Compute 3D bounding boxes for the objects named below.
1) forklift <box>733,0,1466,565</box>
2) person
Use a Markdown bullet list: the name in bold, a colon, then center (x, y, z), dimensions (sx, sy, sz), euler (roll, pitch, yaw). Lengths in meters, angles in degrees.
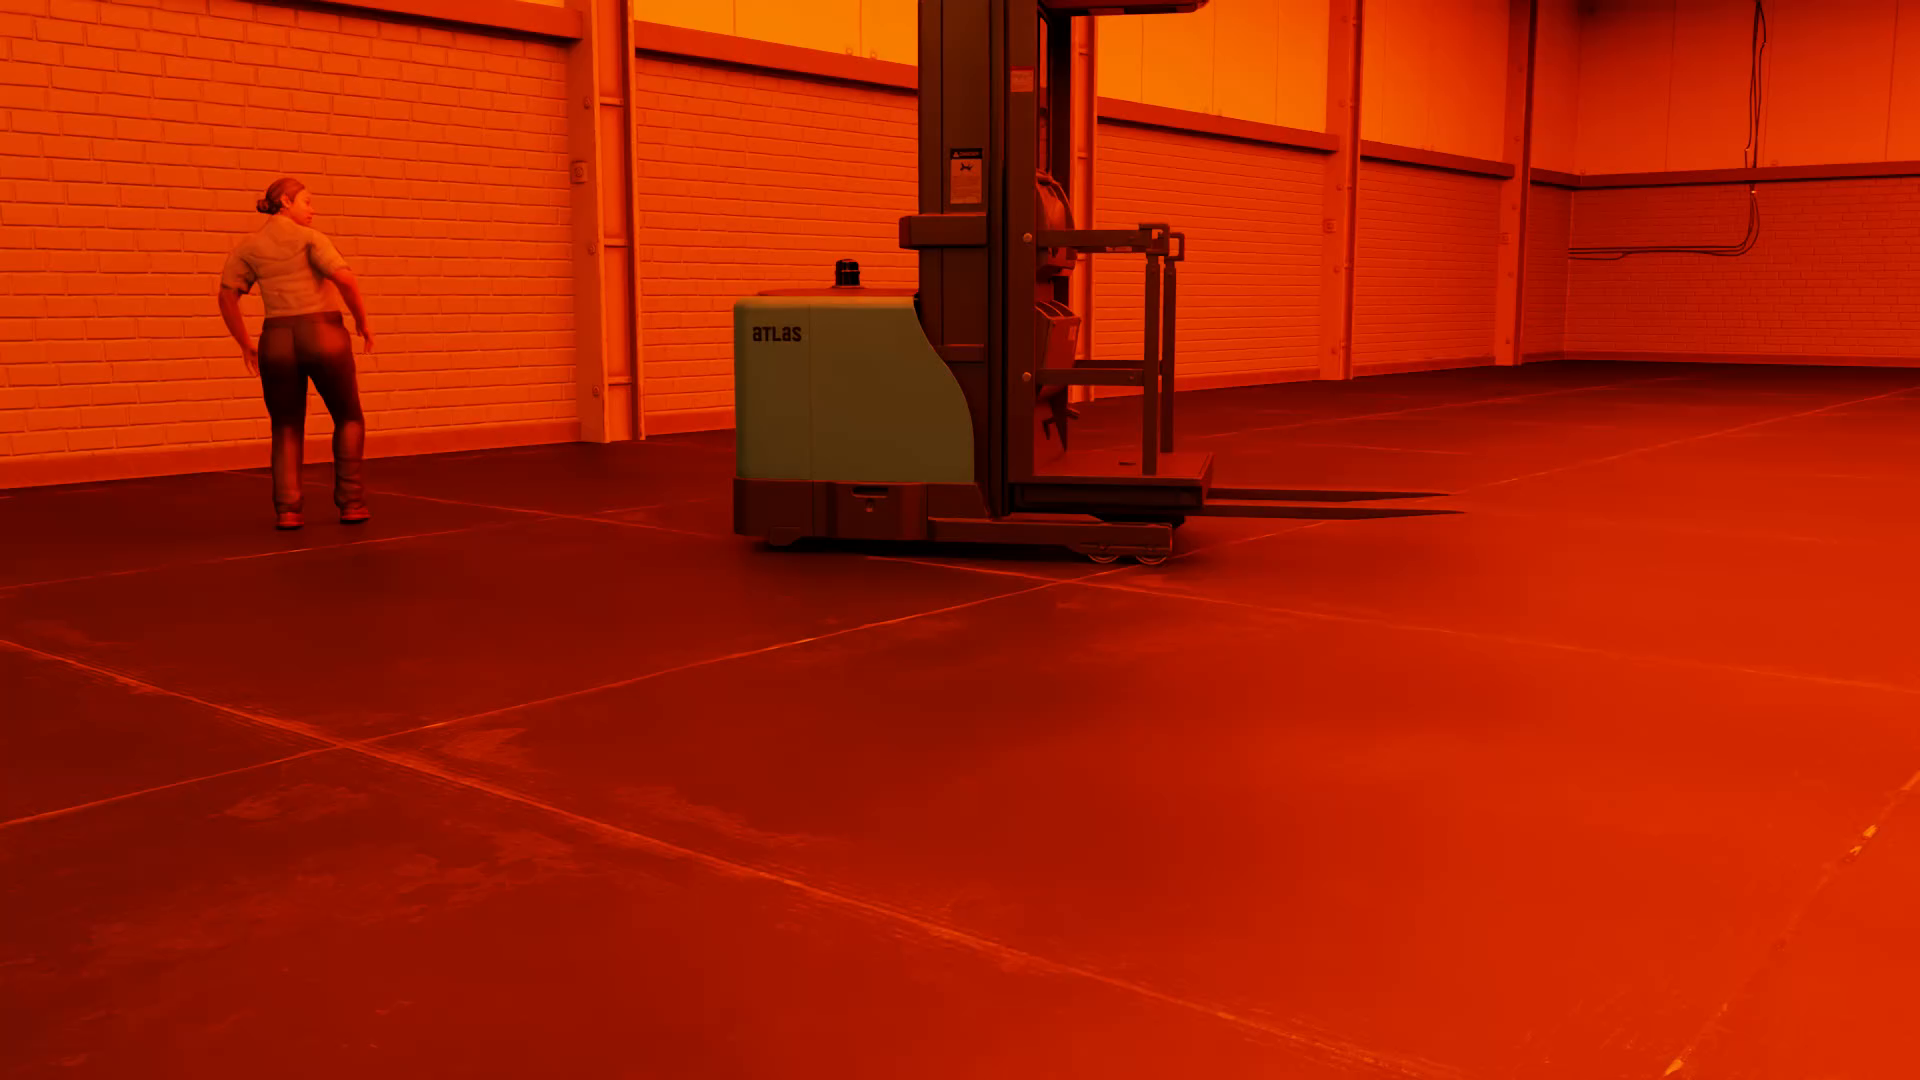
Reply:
- **forklift**: center (0.599, -1.433, 7.077), dimensions (3.031, 2.935, 1.130), euler (2, 8, 11)
- **person**: center (-3.104, -0.870, 7.822), dimensions (0.674, 1.614, 0.486), euler (0, 8, -2)
